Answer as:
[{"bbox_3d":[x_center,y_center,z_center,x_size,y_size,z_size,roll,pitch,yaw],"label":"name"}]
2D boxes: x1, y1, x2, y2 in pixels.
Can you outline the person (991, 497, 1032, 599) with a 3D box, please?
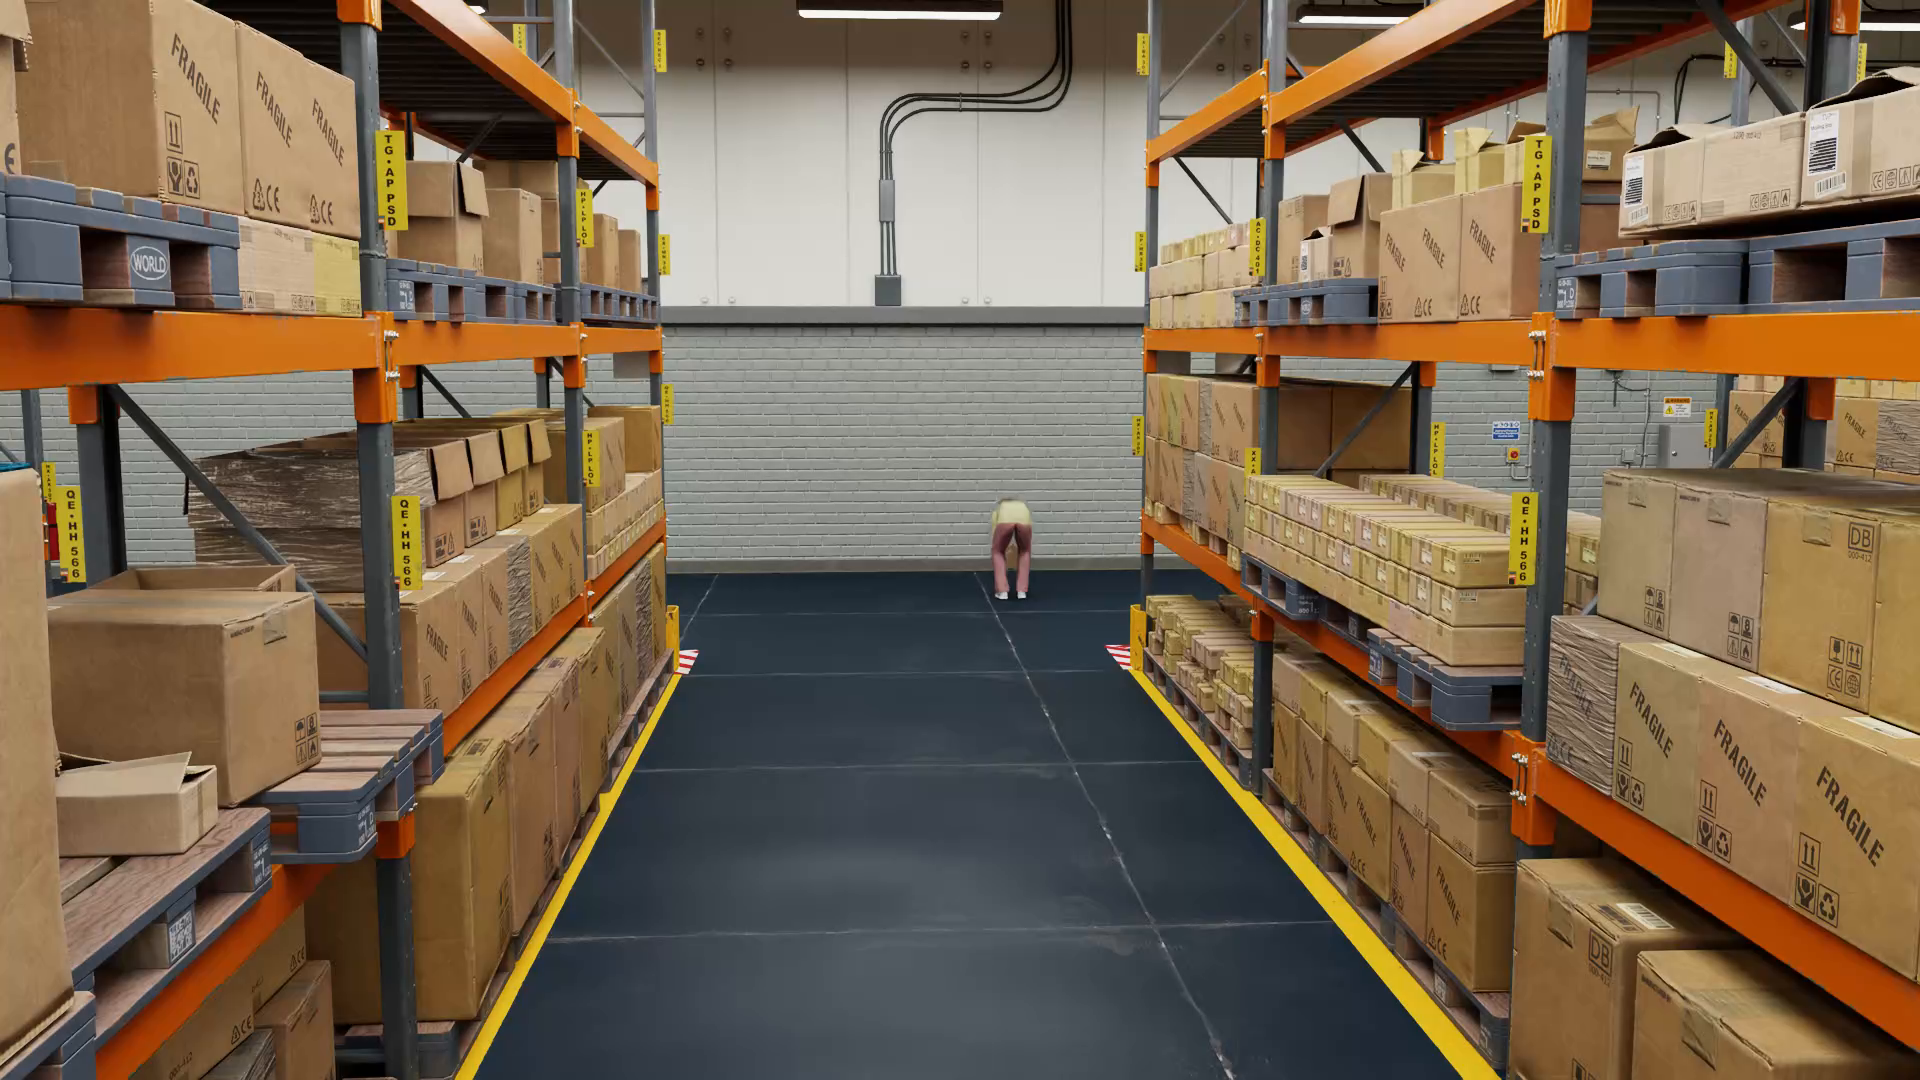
[{"bbox_3d":[0.542,0.080,17.753,0.409,1.036,0.872,-1,7,-6],"label":"person"}]
